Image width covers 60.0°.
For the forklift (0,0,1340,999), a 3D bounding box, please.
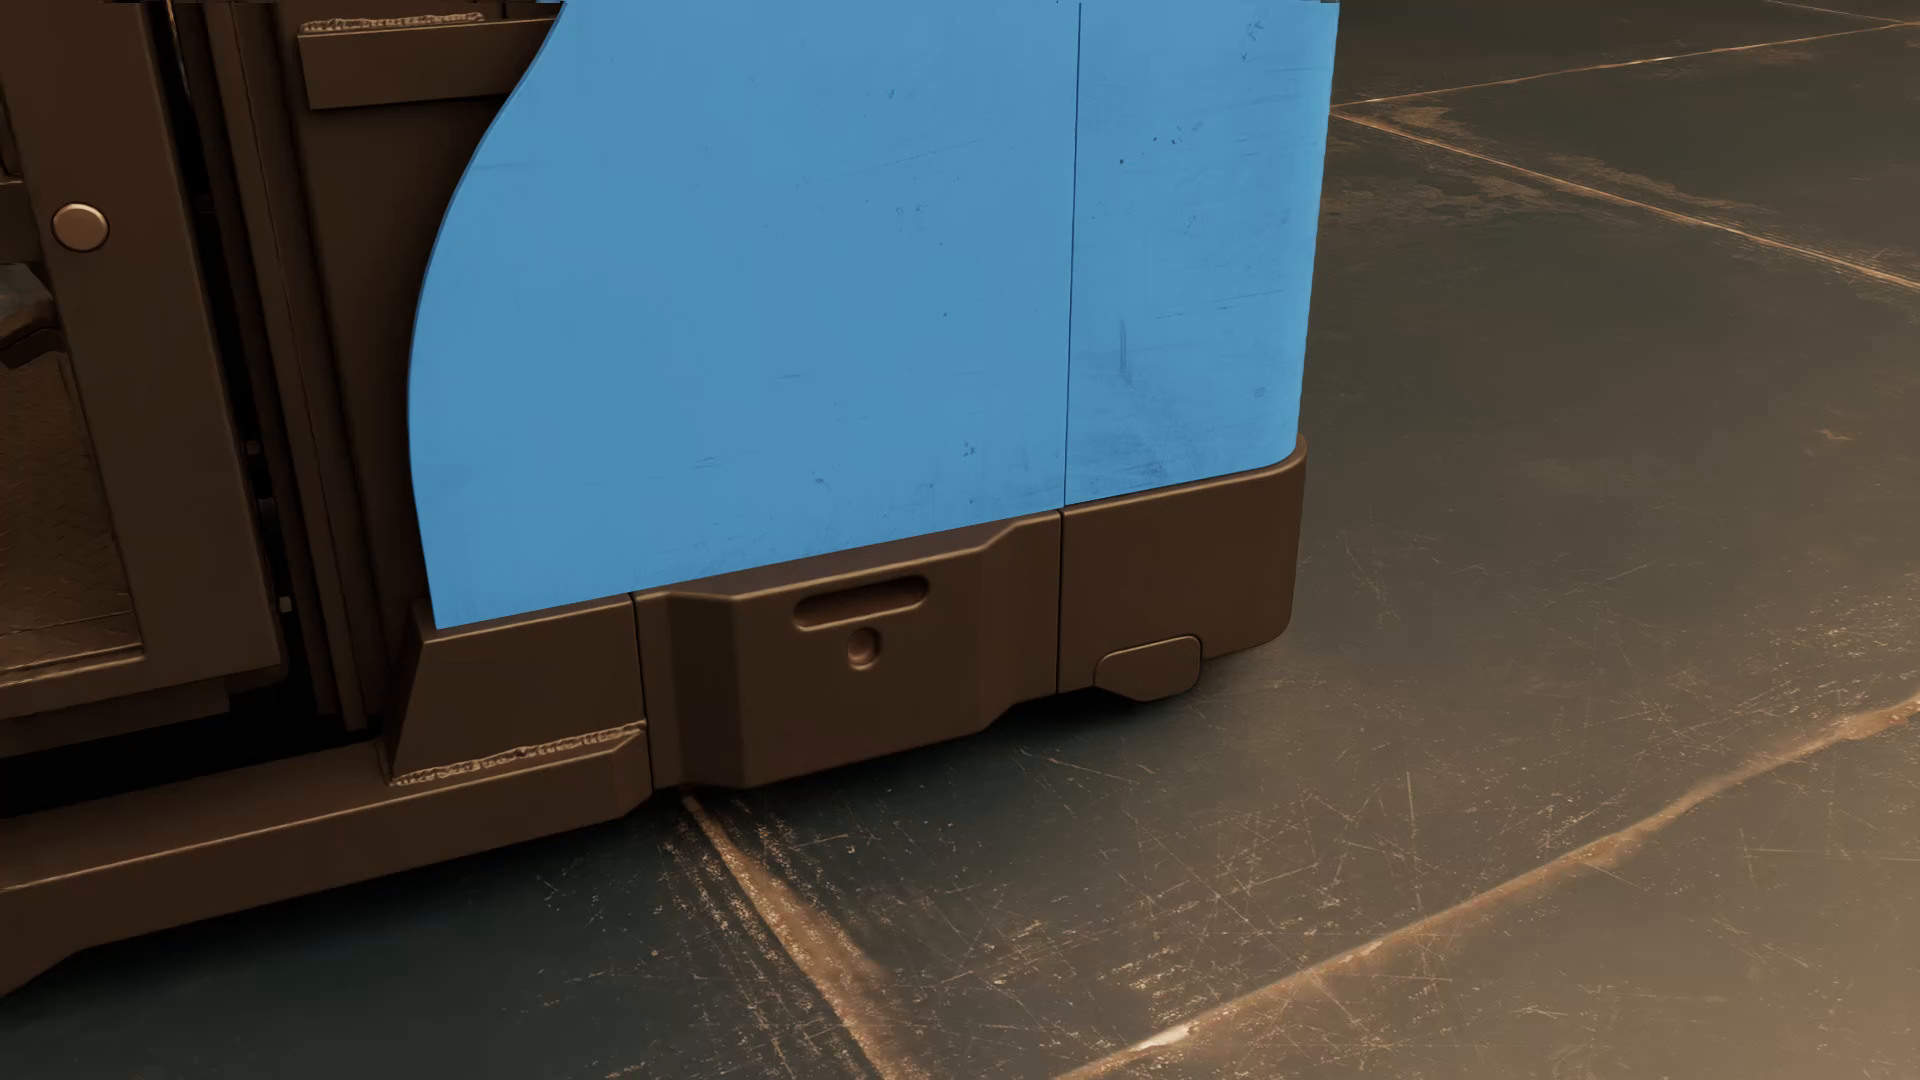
[{"bbox_3d":[-1.136,-1.069,1.368,3.031,2.935,1.130,-11,29,-21],"label":"forklift"}]
